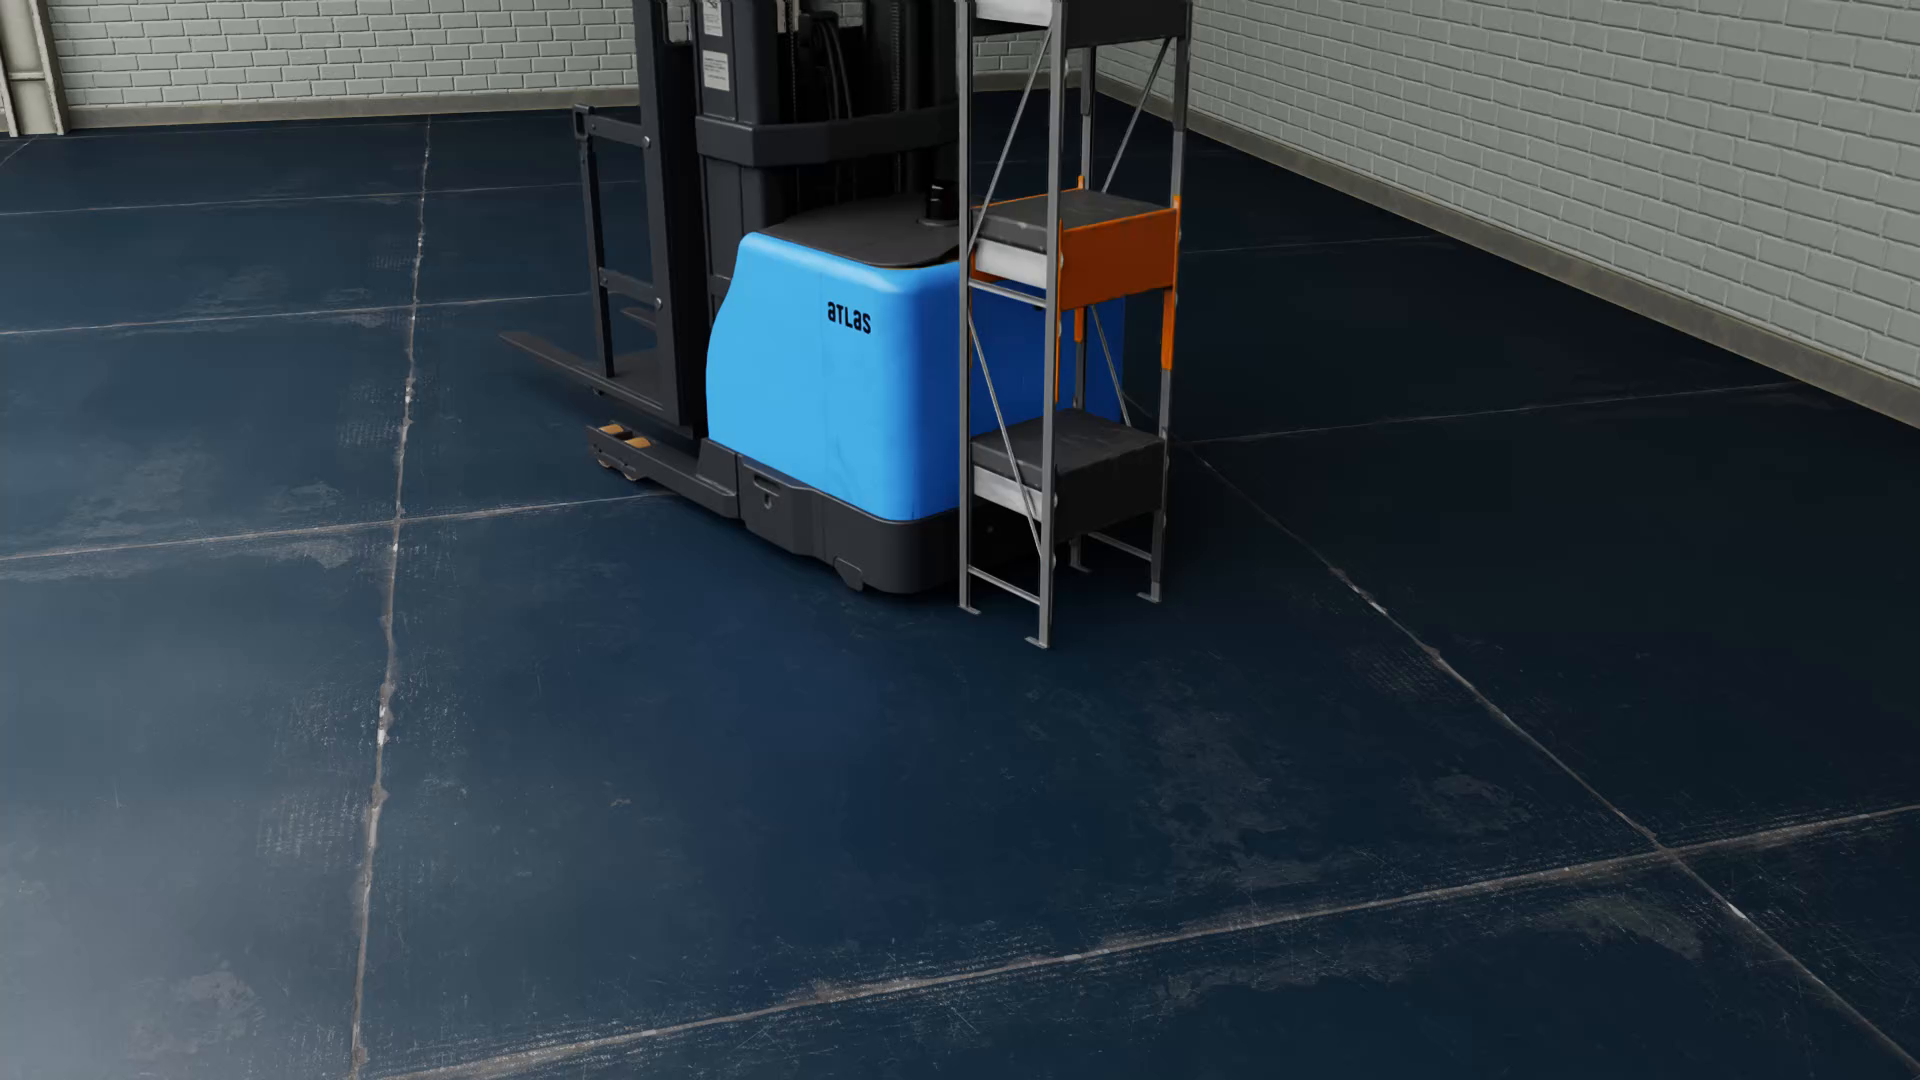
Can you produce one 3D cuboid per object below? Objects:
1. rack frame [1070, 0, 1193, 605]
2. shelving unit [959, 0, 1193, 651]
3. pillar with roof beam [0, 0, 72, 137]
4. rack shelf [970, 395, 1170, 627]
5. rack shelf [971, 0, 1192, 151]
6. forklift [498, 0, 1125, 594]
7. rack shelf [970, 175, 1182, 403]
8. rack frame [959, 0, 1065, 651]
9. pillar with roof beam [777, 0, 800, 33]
[{"bbox_3d":[0.503,-0.821,5.000,0.015,2.100,0.400,-19,30,-37],"label":"rack frame"},{"bbox_3d":[0.319,-0.758,4.853,0.503,2.100,0.431,-19,30,-37],"label":"shelving unit"},{"bbox_3d":[-6.243,-5.788,7.827,0.400,9.000,9.100,-6,24,-14],"label":"pillar with roof beam"},{"bbox_3d":[0.319,-0.102,5.135,0.480,0.518,0.431,-19,30,-37],"label":"rack shelf"},{"bbox_3d":[0.319,-1.389,4.583,0.480,0.518,0.431,-19,30,-37],"label":"rack shelf"},{"bbox_3d":[-0.784,-1.682,5.953,1.130,2.935,3.031,-19,30,-37],"label":"forklift"},{"bbox_3d":[0.319,-0.745,4.859,0.480,0.518,0.431,-19,30,-37],"label":"rack shelf"},{"bbox_3d":[0.134,-0.695,4.707,0.015,2.100,0.400,-19,30,-37],"label":"rack frame"},{"bbox_3d":[-0.466,-6.427,9.316,0.400,9.000,9.100,-6,24,-14],"label":"pillar with roof beam"}]
